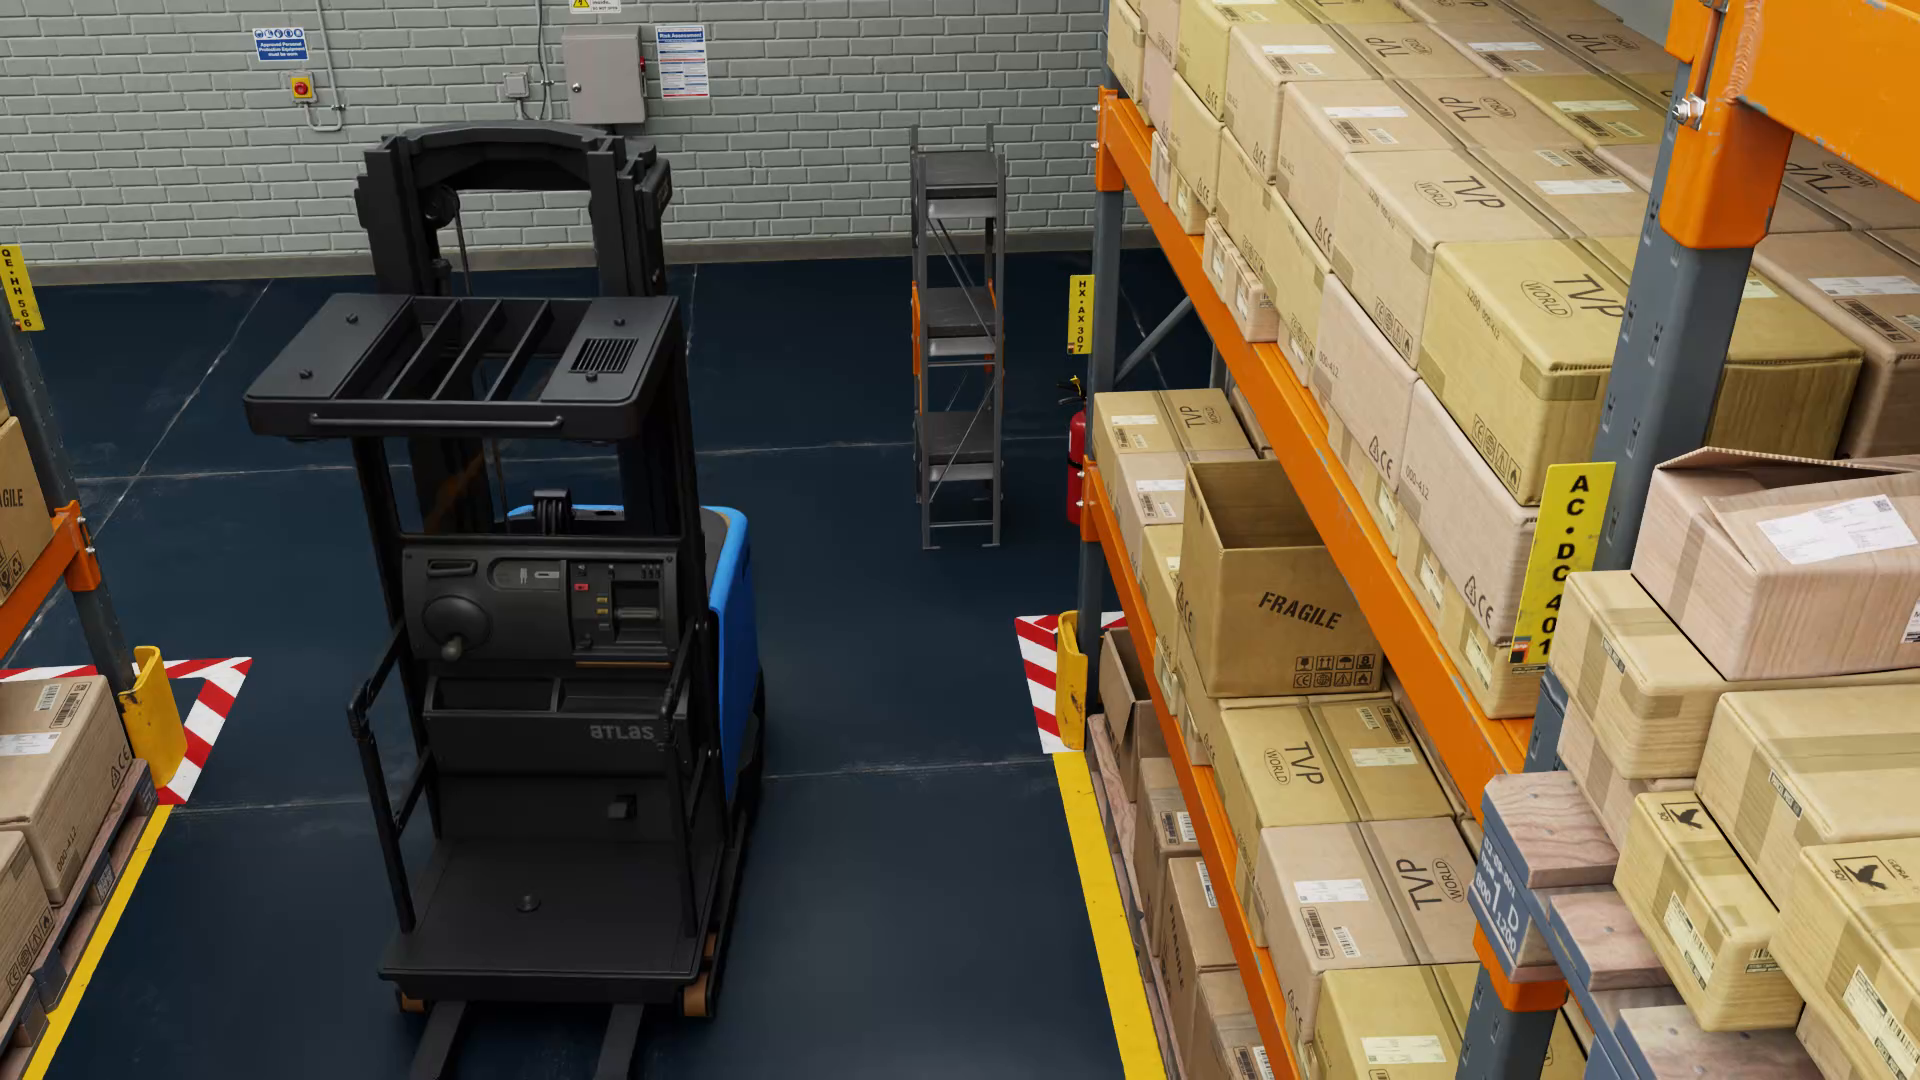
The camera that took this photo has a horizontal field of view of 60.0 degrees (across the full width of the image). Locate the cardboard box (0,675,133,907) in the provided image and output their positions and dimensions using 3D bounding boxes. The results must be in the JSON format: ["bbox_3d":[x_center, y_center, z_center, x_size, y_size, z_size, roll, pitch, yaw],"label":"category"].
[{"bbox_3d":[-3.769,0.966,6.297,0.875,0.438,0.875,-4,31,-6],"label":"cardboard box"}]

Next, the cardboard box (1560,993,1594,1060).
[{"bbox_3d":[1.608,1.187,3.693,0.500,0.250,0.500,-3,31,-5],"label":"cardboard box"}]

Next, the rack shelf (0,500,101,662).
[{"bbox_3d":[-3.743,1.044,4.779,1.077,0.370,4.000,-3,31,-5],"label":"rack shelf"}]

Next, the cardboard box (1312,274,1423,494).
[{"bbox_3d":[1.032,-0.334,3.315,0.500,0.250,0.500,-4,31,-6],"label":"cardboard box"}]

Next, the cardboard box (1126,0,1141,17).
[{"bbox_3d":[0.803,-1.853,5.370,0.500,0.250,0.500,-3,31,-5],"label":"cardboard box"}]

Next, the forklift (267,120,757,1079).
[{"bbox_3d":[-1.369,0.271,5.439,1.130,2.935,3.031,-2,31,-3],"label":"forklift"}]

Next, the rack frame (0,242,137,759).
[{"bbox_3d":[-3.930,-0.286,6.304,1.000,3.000,0.127,-3,31,-5],"label":"rack frame"}]

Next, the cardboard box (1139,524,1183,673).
[{"bbox_3d":[0.884,0.172,5.394,0.500,0.250,0.500,-3,31,-6],"label":"cardboard box"}]

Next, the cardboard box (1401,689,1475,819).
[{"bbox_3d":[1.511,0.358,4.350,0.500,0.500,0.500,-4,31,-6],"label":"cardboard box"}]

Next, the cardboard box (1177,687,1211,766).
[{"bbox_3d":[0.885,0.557,5.138,0.380,0.149,0.250,-2,31,-3],"label":"cardboard box"}]

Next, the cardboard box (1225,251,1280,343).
[{"bbox_3d":[0.885,-0.617,4.178,0.380,0.149,0.250,-2,31,-4],"label":"cardboard box"}]

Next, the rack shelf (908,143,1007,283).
[{"bbox_3d":[-0.016,-1.575,8.001,0.431,0.518,0.480,-3,31,-5],"label":"rack shelf"}]

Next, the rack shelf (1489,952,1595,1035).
[{"bbox_3d":[1.572,1.559,0.992,1.077,0.370,4.000,-3,31,-5],"label":"rack shelf"}]

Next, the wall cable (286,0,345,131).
[{"bbox_3d":[-4.480,-3.613,10.853,0.585,1.953,0.123,-3,31,-5],"label":"wall cable"}]

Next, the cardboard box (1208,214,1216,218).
[{"bbox_3d":[0.905,-0.878,4.615,0.380,0.149,0.250,-3,31,-5],"label":"cardboard box"}]

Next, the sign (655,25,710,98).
[{"bbox_3d":[-1.902,-3.278,11.406,0.329,0.494,0.001,-3,31,-5],"label":"sign"}]

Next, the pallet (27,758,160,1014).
[{"bbox_3d":[-3.777,1.316,6.341,1.003,0.211,1.213,-3,31,-5],"label":"pallet"}]

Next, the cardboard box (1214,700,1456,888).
[{"bbox_3d":[1.000,0.695,4.518,0.500,0.250,0.500,-3,31,-5],"label":"cardboard box"}]

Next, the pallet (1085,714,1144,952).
[{"bbox_3d":[1.094,1.117,6.674,1.003,0.211,1.213,-3,31,-5],"label":"pallet"}]

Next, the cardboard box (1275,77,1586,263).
[{"bbox_3d":[1.004,-0.813,3.630,0.500,0.250,0.500,-2,31,-4],"label":"cardboard box"}]

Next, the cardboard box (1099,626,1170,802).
[{"bbox_3d":[0.975,0.683,6.707,0.797,0.503,0.637,-4,31,-7],"label":"cardboard box"}]

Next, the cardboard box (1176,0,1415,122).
[{"bbox_3d":[0.893,-1.336,4.506,0.500,0.250,0.500,-3,31,-5],"label":"cardboard box"}]

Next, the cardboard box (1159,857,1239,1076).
[{"bbox_3d":[0.966,1.397,5.514,0.500,0.500,0.500,-2,31,-4],"label":"cardboard box"}]

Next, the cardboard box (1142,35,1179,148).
[{"bbox_3d":[0.849,-1.379,5.064,0.500,0.250,0.500,-2,31,-4],"label":"cardboard box"}]

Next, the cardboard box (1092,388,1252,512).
[{"bbox_3d":[0.786,-0.344,6.258,0.500,0.250,0.500,-3,31,-4],"label":"cardboard box"}]

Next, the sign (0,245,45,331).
[{"bbox_3d":[-3.388,-0.904,5.978,0.100,0.325,0.005,-3,31,-5],"label":"sign"}]

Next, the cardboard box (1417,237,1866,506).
[{"bbox_3d":[1.099,-0.295,2.763,0.500,0.250,0.500,-3,31,-4],"label":"cardboard box"}]

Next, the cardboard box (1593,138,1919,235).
[{"bbox_3d":[1.559,-0.579,3.238,0.500,0.250,0.500,-4,31,-6],"label":"cardboard box"}]

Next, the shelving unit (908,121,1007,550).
[{"bbox_3d":[-0.016,-0.986,8.353,0.431,2.100,0.503,-3,31,-5],"label":"shelving unit"}]

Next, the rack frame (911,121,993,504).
[{"bbox_3d":[-0.038,-1.111,8.562,0.400,2.100,0.015,-3,31,-5],"label":"rack frame"}]

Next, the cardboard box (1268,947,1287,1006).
[{"bbox_3d":[1.012,1.075,4.270,0.380,0.149,0.250,-2,31,-3],"label":"cardboard box"}]

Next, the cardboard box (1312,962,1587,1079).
[{"bbox_3d":[1.095,1.205,3.664,0.500,0.250,0.500,-2,31,-3],"label":"cardboard box"}]

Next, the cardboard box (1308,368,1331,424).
[{"bbox_3d":[1.007,-0.359,3.746,0.380,0.149,0.250,-2,31,-3],"label":"cardboard box"}]

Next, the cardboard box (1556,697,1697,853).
[{"bbox_3d":[1.017,0.285,2.161,0.380,0.149,0.250,-2,31,-4],"label":"cardboard box"}]

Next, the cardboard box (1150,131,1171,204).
[{"bbox_3d":[0.788,-1.135,5.045,0.380,0.149,0.250,-2,31,-3],"label":"cardboard box"}]

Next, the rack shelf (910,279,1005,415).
[{"bbox_3d":[-0.016,-0.974,8.360,0.431,0.518,0.480,-3,31,-5],"label":"rack shelf"}]

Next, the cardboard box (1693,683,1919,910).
[{"bbox_3d":[1.073,0.292,1.859,0.380,0.149,0.250,-2,31,-4],"label":"cardboard box"}]

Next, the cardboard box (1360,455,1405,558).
[{"bbox_3d":[1.022,-0.095,3.305,0.380,0.149,0.250,-2,31,-3],"label":"cardboard box"}]

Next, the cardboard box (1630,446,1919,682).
[{"bbox_3d":[1.066,-0.022,1.980,0.396,0.266,0.258,-3,31,-5],"label":"cardboard box"}]

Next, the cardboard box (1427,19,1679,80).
[{"bbox_3d":[1.458,-1.093,4.098,0.500,0.250,0.500,-3,31,-5],"label":"cardboard box"}]

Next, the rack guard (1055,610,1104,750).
[{"bbox_3d":[1.019,0.586,7.281,1.175,0.500,0.348,-3,31,-5],"label":"rack guard"}]

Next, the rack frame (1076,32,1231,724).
[{"bbox_3d":[1.012,-0.526,6.705,1.000,3.000,0.127,-3,31,-5],"label":"rack frame"}]

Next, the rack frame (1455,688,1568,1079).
[{"bbox_3d":[1.385,1.517,3.286,1.000,3.000,0.127,-3,31,-5],"label":"rack frame"}]

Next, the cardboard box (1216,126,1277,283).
[{"bbox_3d":[0.956,-0.854,4.185,0.500,0.250,0.500,-3,31,-5],"label":"cardboard box"}]

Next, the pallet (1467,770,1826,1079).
[{"bbox_3d":[1.377,0.646,2.002,1.213,0.211,1.003,-3,31,-5],"label":"pallet"}]

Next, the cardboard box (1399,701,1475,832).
[{"bbox_3d":[1.508,0.668,4.562,0.500,0.250,0.500,-2,31,-4],"label":"cardboard box"}]

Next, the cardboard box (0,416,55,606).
[{"bbox_3d":[-3.621,-0.095,5.887,0.500,0.500,0.500,-3,31,-4],"label":"cardboard box"}]

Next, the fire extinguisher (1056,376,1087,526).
[{"bbox_3d":[0.538,-0.385,6.909,0.296,0.674,0.183,-3,31,-5],"label":"fire extinguisher"}]

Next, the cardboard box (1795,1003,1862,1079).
[{"bbox_3d":[1.128,0.543,1.728,0.380,0.149,0.250,-2,31,-4],"label":"cardboard box"}]

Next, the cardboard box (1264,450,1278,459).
[{"bbox_3d":[1.366,-0.104,5.854,0.500,0.250,0.500,-3,31,-4],"label":"cardboard box"}]

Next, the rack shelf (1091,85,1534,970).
[{"bbox_3d":[1.199,-0.483,4.411,1.077,0.370,4.000,-3,31,-5],"label":"rack shelf"}]

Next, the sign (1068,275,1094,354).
[{"bbox_3d":[0.472,-0.871,6.439,0.100,0.325,0.005,-3,31,-5],"label":"sign"}]

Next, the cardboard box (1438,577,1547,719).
[{"bbox_3d":[1.058,0.167,2.865,0.380,0.149,0.250,-3,31,-5],"label":"cardboard box"}]
